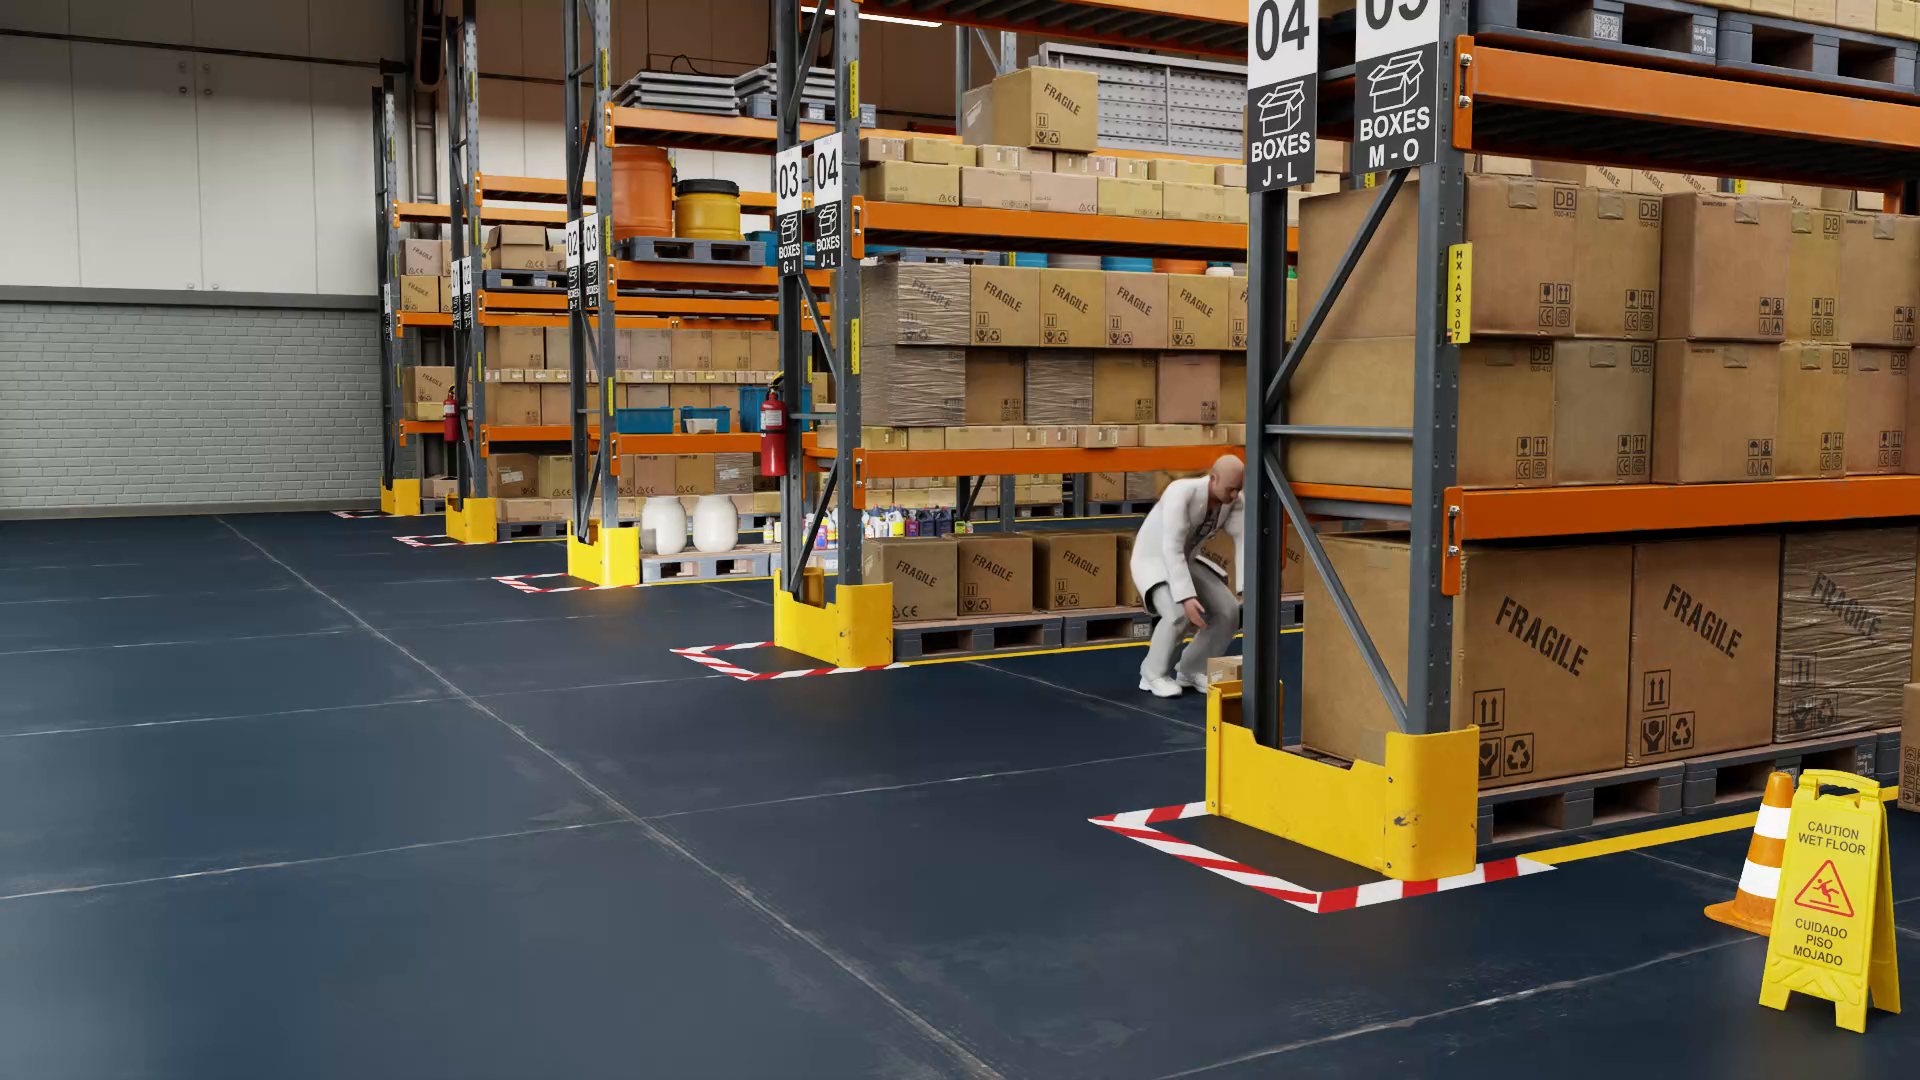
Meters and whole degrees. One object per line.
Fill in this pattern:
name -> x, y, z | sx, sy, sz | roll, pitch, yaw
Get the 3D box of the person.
person -> 1.288, 0.192, 9.157 | 0.634, 1.318, 0.767 | -3, 6, -28
